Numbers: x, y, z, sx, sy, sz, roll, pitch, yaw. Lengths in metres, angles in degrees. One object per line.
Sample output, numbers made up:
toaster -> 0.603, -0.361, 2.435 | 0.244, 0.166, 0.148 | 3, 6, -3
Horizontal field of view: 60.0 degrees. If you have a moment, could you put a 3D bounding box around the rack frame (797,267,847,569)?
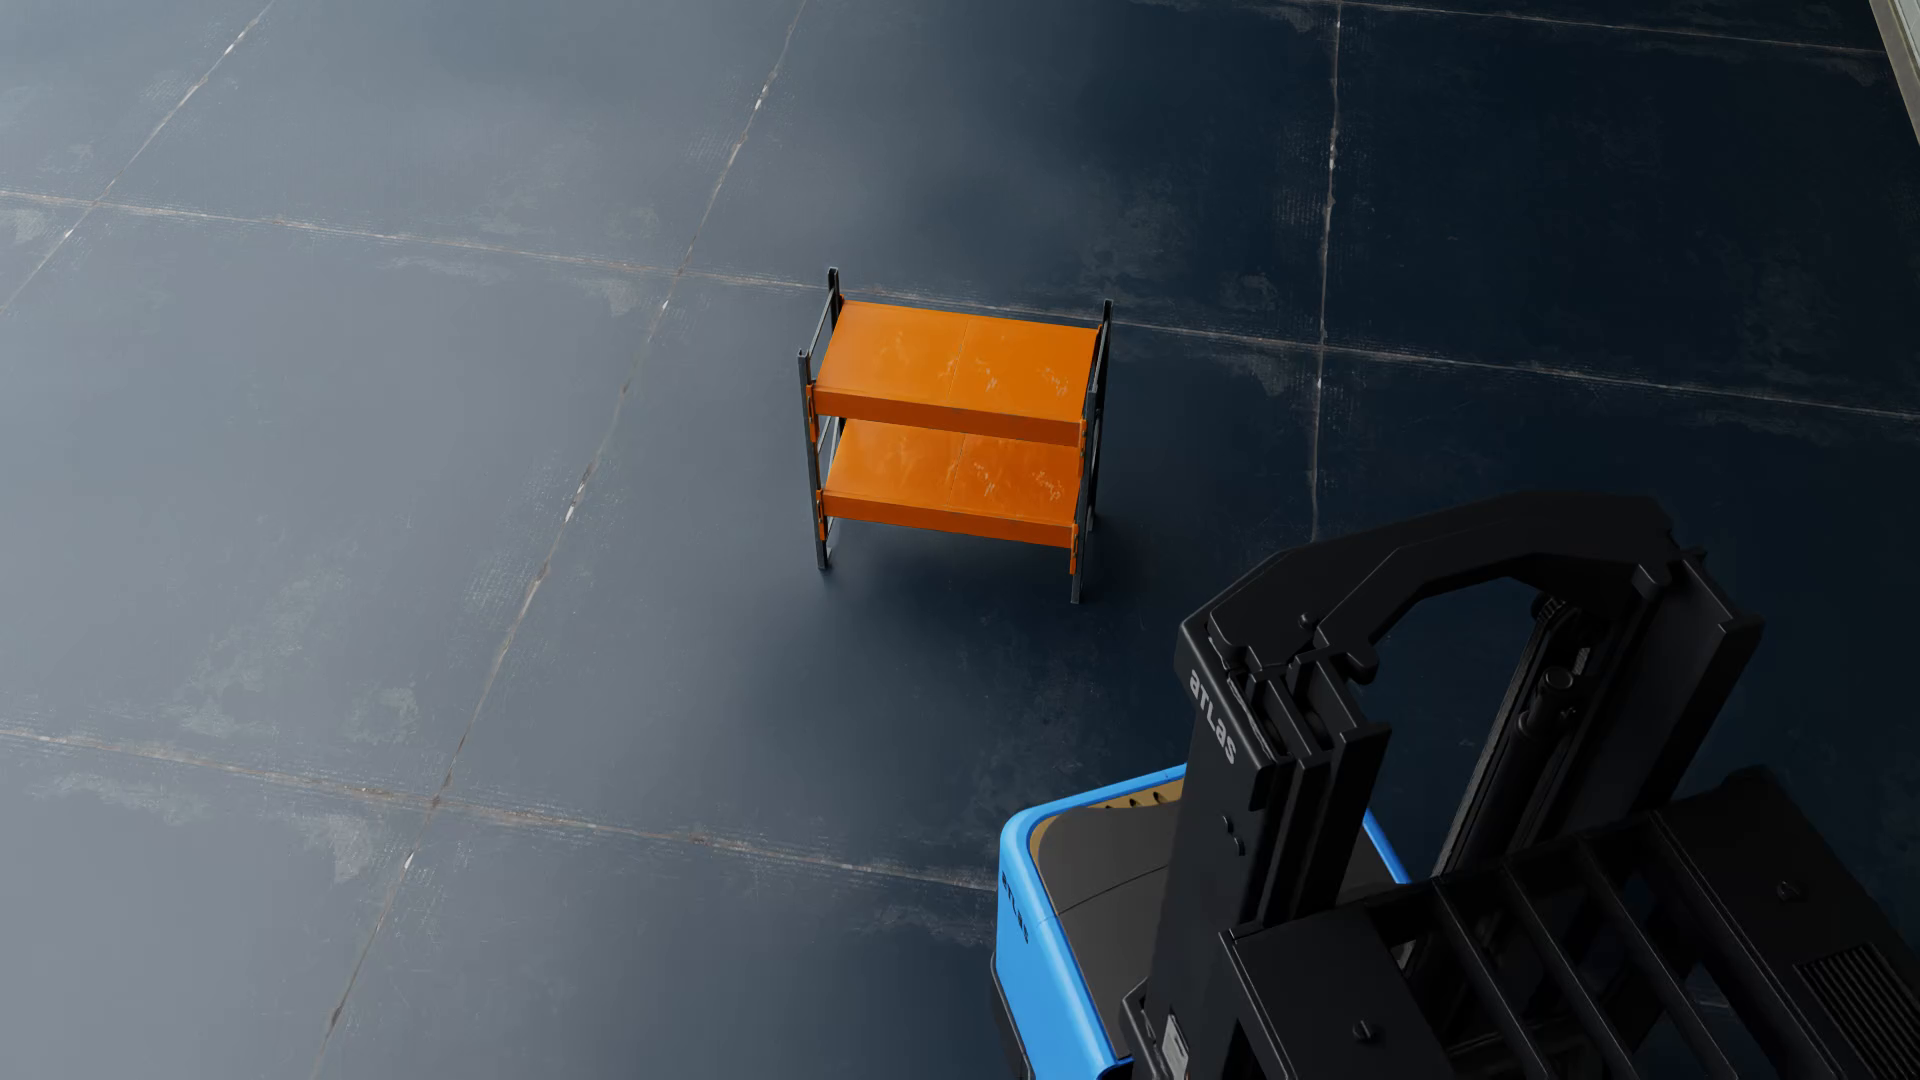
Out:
rack frame -> -0.507, -0.444, 6.365 | 0.032, 1.125, 0.500 | 8, 49, 7

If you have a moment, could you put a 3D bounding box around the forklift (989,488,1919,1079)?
forklift -> 1.042, 1.432, 3.465 | 1.130, 2.935, 3.031 | -14, 50, -12

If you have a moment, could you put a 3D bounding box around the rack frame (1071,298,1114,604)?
rack frame -> 0.494, -0.310, 6.244 | 0.032, 1.125, 0.500 | 8, 49, 7

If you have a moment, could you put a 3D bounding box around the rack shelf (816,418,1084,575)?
rack shelf -> -0.007, -0.213, 6.486 | 1.000, 0.278, 0.538 | 8, 49, 7

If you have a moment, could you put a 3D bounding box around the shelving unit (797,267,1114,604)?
shelving unit -> -0.007, -0.377, 6.304 | 1.048, 1.125, 0.538 | 8, 49, 7

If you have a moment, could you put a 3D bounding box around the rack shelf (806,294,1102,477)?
rack shelf -> -0.007, -0.572, 6.087 | 1.000, 0.278, 0.538 | 8, 49, 7
